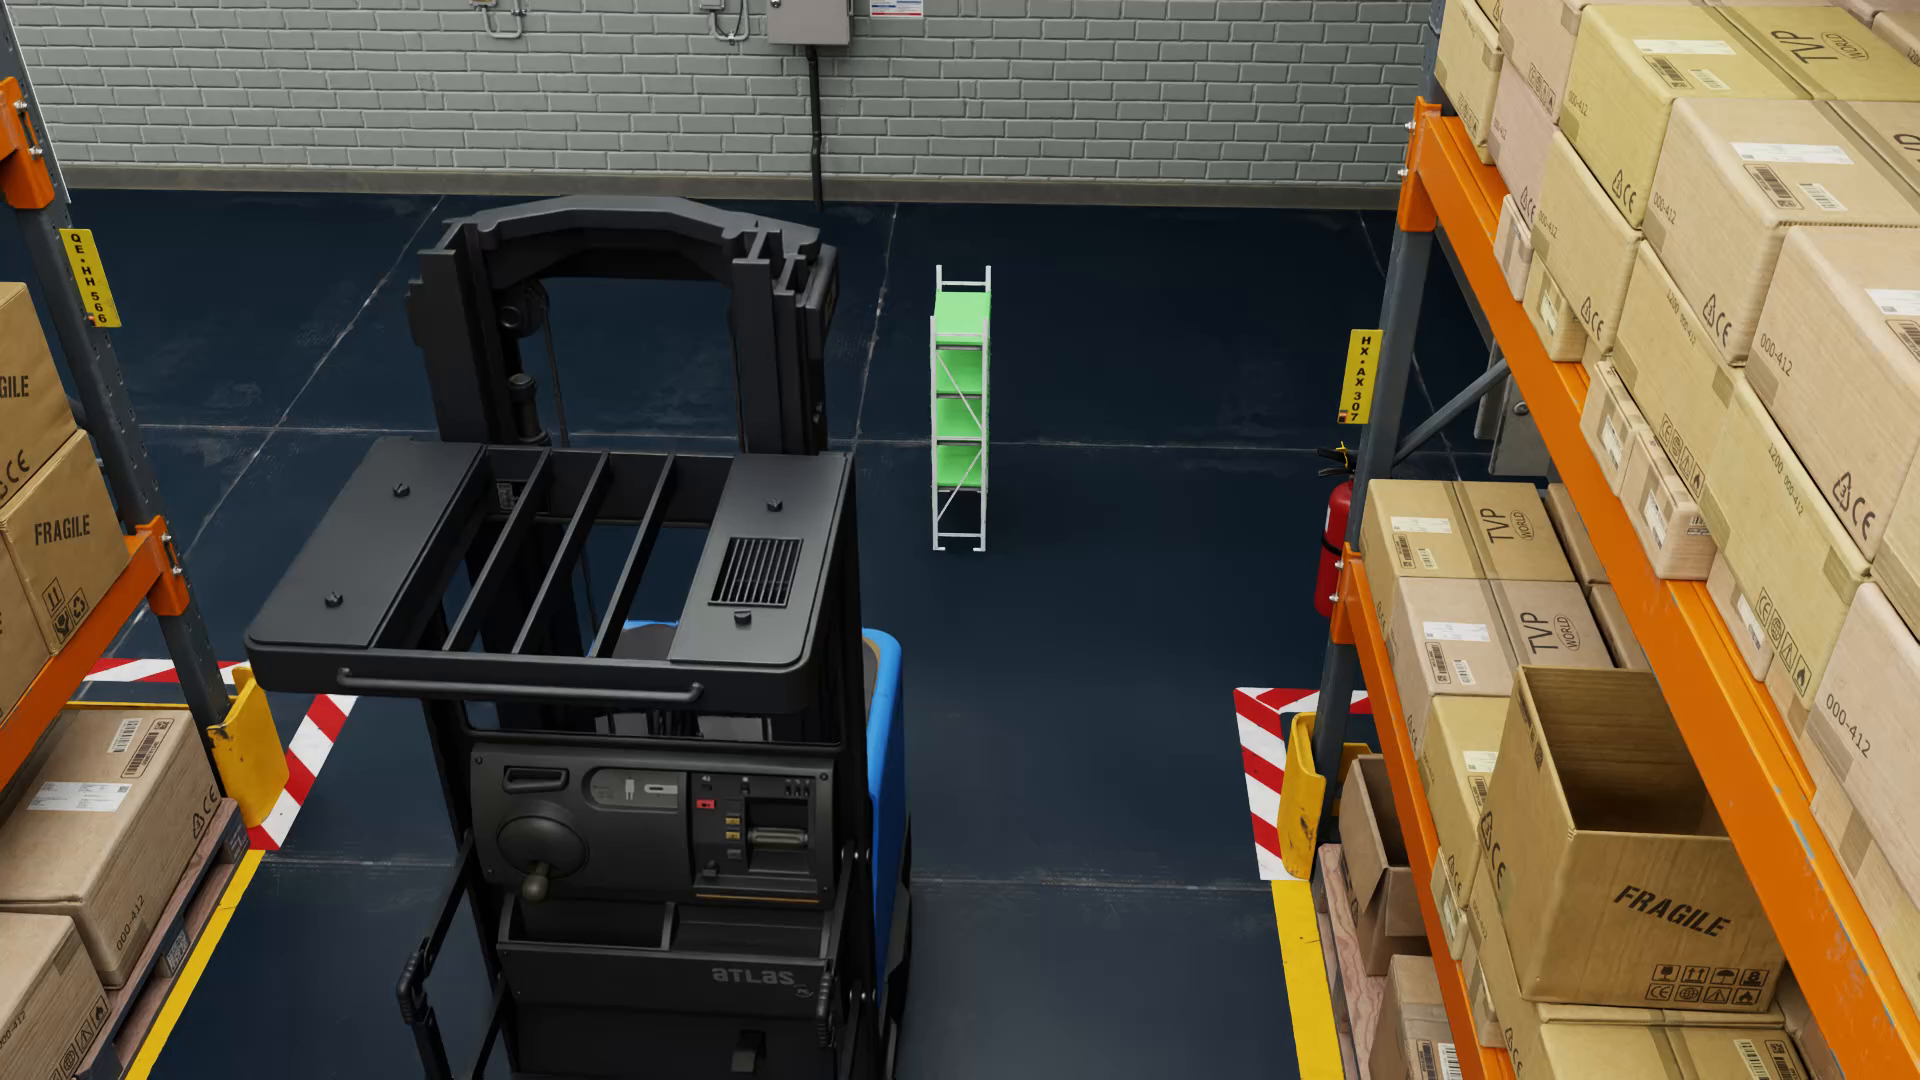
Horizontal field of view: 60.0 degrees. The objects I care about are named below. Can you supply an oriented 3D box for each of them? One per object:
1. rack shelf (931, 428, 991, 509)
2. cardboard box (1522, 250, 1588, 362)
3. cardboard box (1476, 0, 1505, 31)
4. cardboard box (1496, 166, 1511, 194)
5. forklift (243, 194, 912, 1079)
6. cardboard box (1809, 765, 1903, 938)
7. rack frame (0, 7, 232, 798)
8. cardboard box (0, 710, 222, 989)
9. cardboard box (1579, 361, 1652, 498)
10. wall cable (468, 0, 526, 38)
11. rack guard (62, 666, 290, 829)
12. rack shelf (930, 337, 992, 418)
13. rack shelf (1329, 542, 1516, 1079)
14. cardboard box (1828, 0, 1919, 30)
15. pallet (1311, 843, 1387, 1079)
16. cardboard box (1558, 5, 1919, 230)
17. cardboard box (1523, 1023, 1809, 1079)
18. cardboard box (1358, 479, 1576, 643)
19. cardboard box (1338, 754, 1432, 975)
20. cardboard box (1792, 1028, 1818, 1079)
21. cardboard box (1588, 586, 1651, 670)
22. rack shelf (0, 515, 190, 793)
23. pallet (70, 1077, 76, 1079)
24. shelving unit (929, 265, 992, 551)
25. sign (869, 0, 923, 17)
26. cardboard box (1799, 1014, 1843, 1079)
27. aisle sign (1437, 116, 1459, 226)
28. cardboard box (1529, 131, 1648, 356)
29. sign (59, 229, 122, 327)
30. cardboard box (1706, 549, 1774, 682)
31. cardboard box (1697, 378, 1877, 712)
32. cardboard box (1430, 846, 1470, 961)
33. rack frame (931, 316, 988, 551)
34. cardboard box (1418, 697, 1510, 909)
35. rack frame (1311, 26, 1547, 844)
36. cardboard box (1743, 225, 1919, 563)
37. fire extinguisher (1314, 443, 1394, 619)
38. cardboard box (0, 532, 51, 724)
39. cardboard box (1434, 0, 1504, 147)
[{"bbox_3d":[0.007,-0.337,7.715,0.258,0.148,0.480,1,35,2],"label":"rack shelf"},{"bbox_3d":[1.398,-0.489,3.446,0.380,0.149,0.250,1,35,2],"label":"cardboard box"},{"bbox_3d":[1.503,-1.374,3.925,0.500,0.250,0.500,1,35,1],"label":"cardboard box"},{"bbox_3d":[1.542,-0.927,4.070,0.380,0.149,0.250,2,35,3],"label":"cardboard box"},{"bbox_3d":[-0.795,0.798,4.065,1.130,2.935,3.031,2,35,3],"label":"forklift"},{"bbox_3d":[1.377,0.393,2.192,0.380,0.149,0.250,1,35,2],"label":"cardboard box"},{"bbox_3d":[-3.188,-0.244,5.488,1.000,3.000,0.127,1,35,2],"label":"rack frame"},{"bbox_3d":[-3.115,1.014,5.562,0.875,0.438,0.875,0,35,0],"label":"cardboard box"},{"bbox_3d":[1.368,-0.200,3.035,0.380,0.149,0.250,1,35,2],"label":"cardboard box"},{"bbox_3d":[-2.985,-3.913,9.798,0.585,1.953,0.123,1,35,2],"label":"wall cable"},{"bbox_3d":[-3.188,0.765,6.227,1.175,0.500,0.348,1,35,2],"label":"rack guard"},{"bbox_3d":[0.007,-0.730,7.439,0.258,0.148,0.480,1,35,2],"label":"rack shelf"},{"bbox_3d":[1.691,1.312,3.900,1.077,0.370,4.000,1,35,2],"label":"rack shelf"},{"bbox_3d":[2.011,-1.063,3.482,0.500,0.250,0.500,0,35,0],"label":"cardboard box"},{"bbox_3d":[1.737,1.511,5.416,1.003,0.211,1.213,1,35,2],"label":"pallet"},{"bbox_3d":[1.457,-0.794,3.099,0.500,0.250,0.500,1,35,1],"label":"cardboard box"},{"bbox_3d":[1.426,1.234,3.258,0.500,0.250,0.500,1,35,2],"label":"cardboard box"},{"bbox_3d":[1.484,0.063,4.924,0.500,0.250,0.500,2,35,2],"label":"cardboard box"},{"bbox_3d":[1.652,1.067,5.429,0.797,0.503,0.637,0,35,0],"label":"cardboard box"},{"bbox_3d":[1.936,1.243,3.244,0.500,0.250,0.500,2,35,3],"label":"cardboard box"},{"bbox_3d":[1.996,0.375,4.480,0.500,0.250,0.500,1,35,2],"label":"cardboard box"},{"bbox_3d":[-3.269,1.199,4.060,1.077,0.370,4.000,1,35,2],"label":"rack shelf"},{"bbox_3d":[-3.194,2.057,4.639,1.003,0.211,1.213,1,35,2],"label":"pallet"},{"bbox_3d":[0.007,-0.586,7.540,0.258,1.200,0.503,1,35,2],"label":"shelving unit"},{"bbox_3d":[-0.390,-3.421,10.091,0.329,0.494,0.001,1,35,2],"label":"sign"},{"bbox_3d":[1.936,0.950,3.009,0.500,0.500,0.500,0,35,1],"label":"cardboard box"},{"bbox_3d":[1.481,-1.241,4.646,0.394,0.787,0.004,1,35,2],"label":"aisle sign"},{"bbox_3d":[1.448,-0.584,3.236,0.500,0.250,0.500,0,35,0],"label":"cardboard box"},{"bbox_3d":[-2.647,-0.794,5.058,0.100,0.325,0.005,1,35,2],"label":"sign"},{"bbox_3d":[1.421,0.095,2.616,0.380,0.149,0.250,2,35,2],"label":"cardboard box"},{"bbox_3d":[1.422,0.003,2.400,0.500,0.250,0.500,2,35,3],"label":"cardboard box"},{"bbox_3d":[1.383,0.893,4.089,0.380,0.149,0.250,0,35,1],"label":"cardboard box"},{"bbox_3d":[-0.003,-0.446,7.341,0.240,1.200,0.015,1,35,2],"label":"rack frame"},{"bbox_3d":[1.447,0.644,4.097,0.500,0.250,0.500,1,35,1],"label":"cardboard box"},{"bbox_3d":[1.771,-0.132,5.328,1.000,3.000,0.127,1,35,2],"label":"rack frame"},{"bbox_3d":[1.431,-0.204,2.260,0.500,0.250,0.500,2,35,3],"label":"cardboard box"},{"bbox_3d":[1.315,-0.042,5.593,0.296,0.674,0.183,1,35,2],"label":"fire extinguisher"},{"bbox_3d":[-2.979,0.286,4.647,0.500,0.500,0.500,1,35,1],"label":"cardboard box"},{"bbox_3d":[1.480,-1.170,4.070,0.500,0.250,0.500,1,35,1],"label":"cardboard box"}]
